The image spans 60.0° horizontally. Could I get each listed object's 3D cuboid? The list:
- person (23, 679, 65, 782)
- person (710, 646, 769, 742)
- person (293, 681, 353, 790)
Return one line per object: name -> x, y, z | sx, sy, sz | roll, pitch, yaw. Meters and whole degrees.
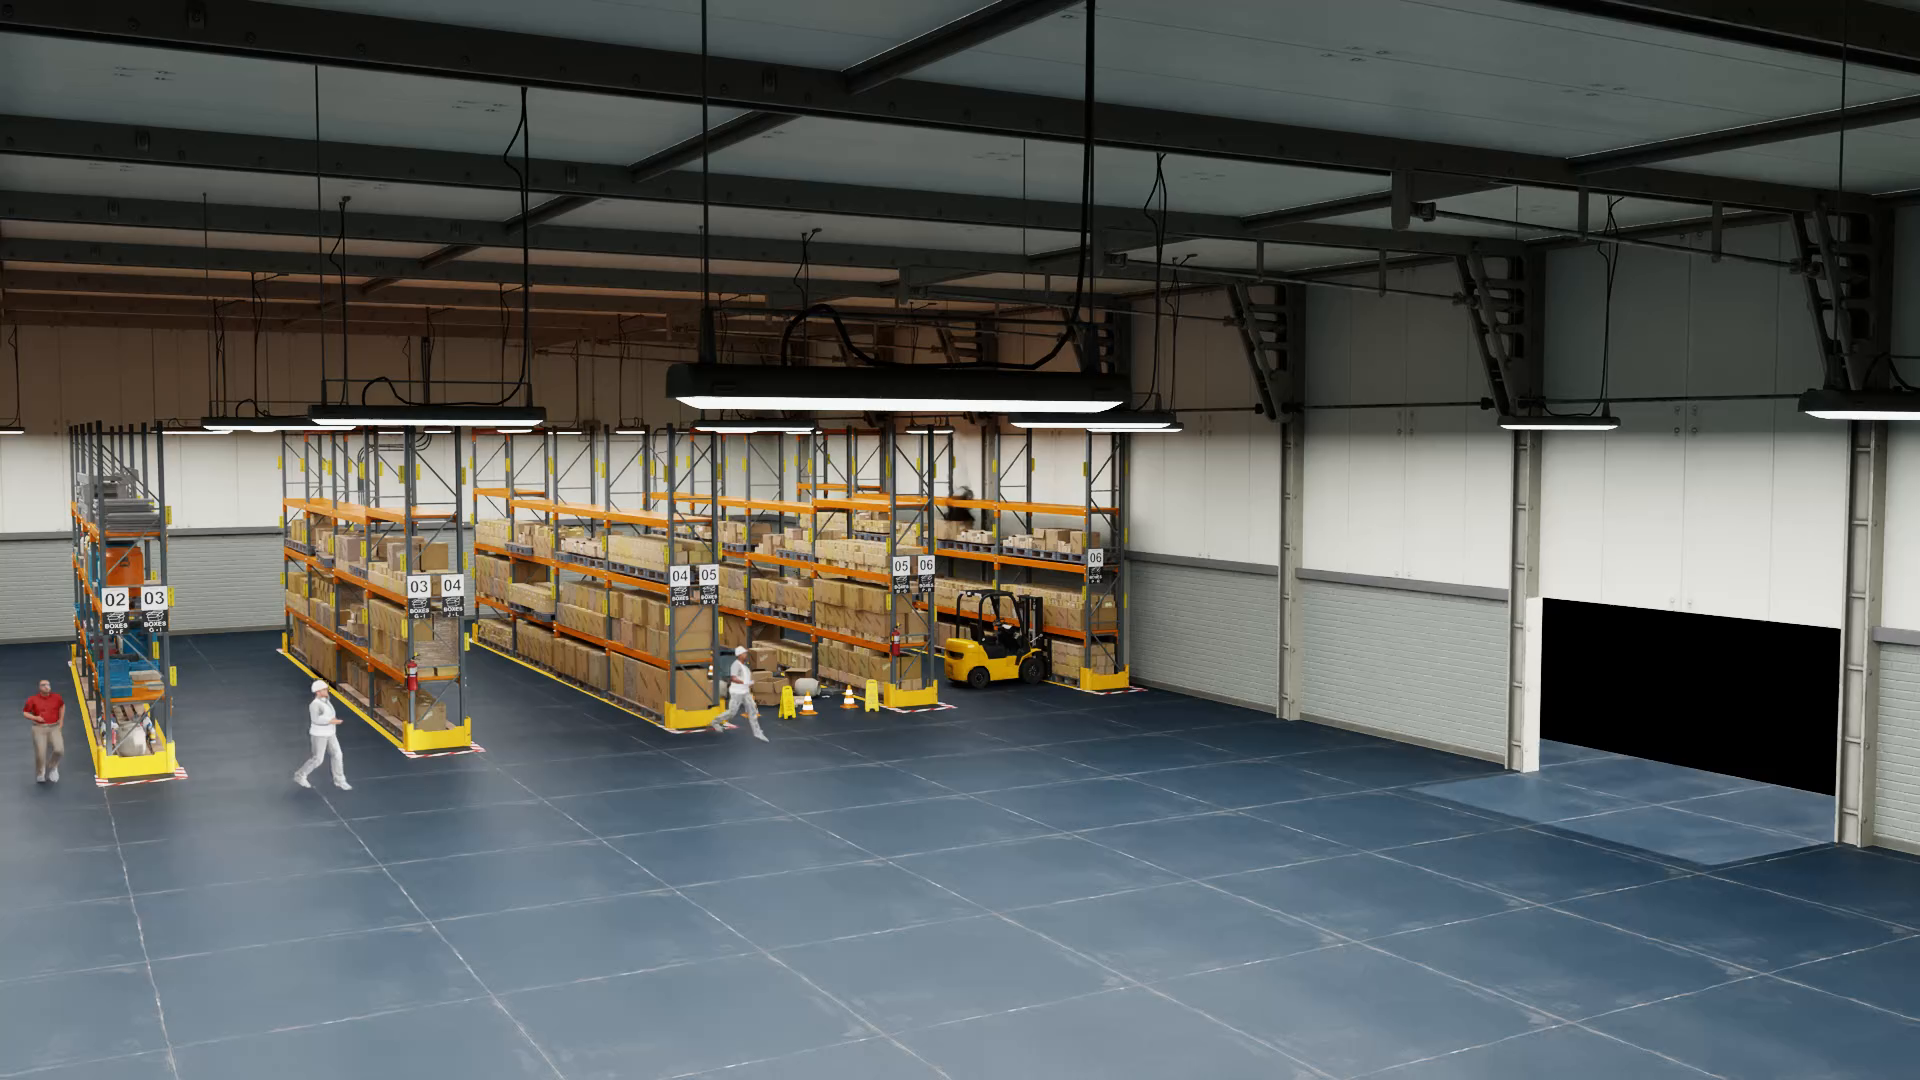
person -> -15.119, 3.174, 27.550 | 0.669, 1.724, 0.603 | -3, 5, -42
person -> -4.185, 2.901, 31.341 | 1.149, 1.795, 0.645 | 1, 4, 19
person -> -10.326, 3.170, 26.911 | 0.911, 1.807, 0.667 | 0, 4, 2
